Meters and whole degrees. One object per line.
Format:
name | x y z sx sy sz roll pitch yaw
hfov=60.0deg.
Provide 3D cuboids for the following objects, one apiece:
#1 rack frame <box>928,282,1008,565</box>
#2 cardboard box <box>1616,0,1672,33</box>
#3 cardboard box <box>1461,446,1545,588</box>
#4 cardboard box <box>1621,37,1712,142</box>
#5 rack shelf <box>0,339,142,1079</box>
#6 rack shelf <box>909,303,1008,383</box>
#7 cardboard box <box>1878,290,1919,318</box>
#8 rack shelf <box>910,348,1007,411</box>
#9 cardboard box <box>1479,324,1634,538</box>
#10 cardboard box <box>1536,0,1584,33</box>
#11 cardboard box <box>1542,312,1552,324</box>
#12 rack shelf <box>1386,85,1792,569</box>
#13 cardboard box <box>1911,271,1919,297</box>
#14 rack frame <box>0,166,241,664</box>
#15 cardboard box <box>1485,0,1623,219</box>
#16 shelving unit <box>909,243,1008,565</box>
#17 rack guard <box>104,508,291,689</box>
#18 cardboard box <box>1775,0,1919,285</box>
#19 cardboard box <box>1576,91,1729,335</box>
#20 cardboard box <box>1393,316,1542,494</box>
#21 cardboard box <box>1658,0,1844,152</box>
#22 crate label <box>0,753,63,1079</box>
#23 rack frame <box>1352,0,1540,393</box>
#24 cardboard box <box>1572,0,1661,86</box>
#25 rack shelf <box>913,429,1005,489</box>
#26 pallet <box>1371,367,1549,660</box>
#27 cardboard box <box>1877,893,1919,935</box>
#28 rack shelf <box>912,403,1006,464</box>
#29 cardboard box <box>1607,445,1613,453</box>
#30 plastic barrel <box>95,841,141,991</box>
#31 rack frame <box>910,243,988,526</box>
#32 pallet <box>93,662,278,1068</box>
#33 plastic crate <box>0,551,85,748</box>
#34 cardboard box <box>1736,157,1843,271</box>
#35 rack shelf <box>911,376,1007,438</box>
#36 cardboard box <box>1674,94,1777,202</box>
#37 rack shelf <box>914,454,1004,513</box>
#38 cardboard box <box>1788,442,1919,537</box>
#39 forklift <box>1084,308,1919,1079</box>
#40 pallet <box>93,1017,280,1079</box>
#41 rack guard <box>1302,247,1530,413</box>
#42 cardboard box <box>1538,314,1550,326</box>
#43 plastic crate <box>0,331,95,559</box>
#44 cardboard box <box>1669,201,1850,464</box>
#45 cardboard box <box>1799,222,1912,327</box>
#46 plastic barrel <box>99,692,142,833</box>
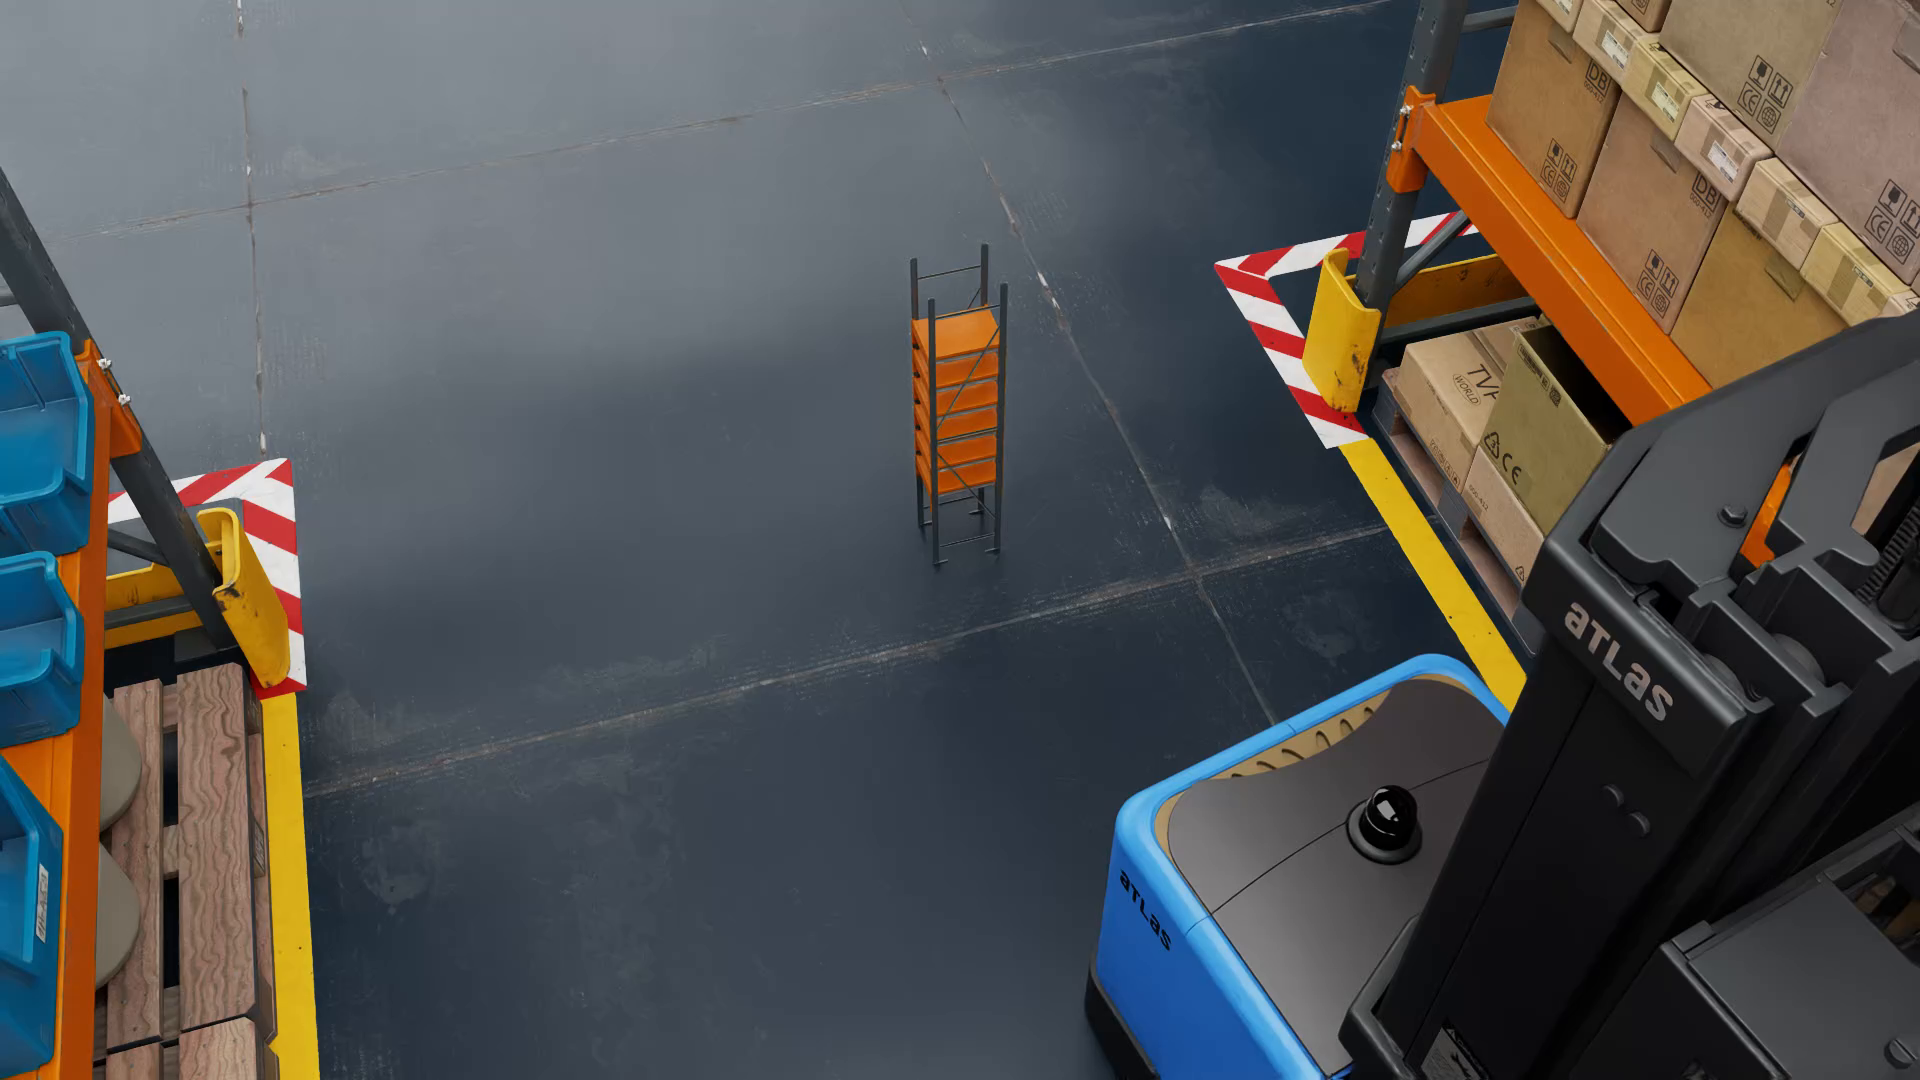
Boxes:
rack frame | 0.023 -0.330 5.244 0.240 1.200 0.006 -13 51 -11
cardboard box | 2.041 -1.730 4.333 0.700 0.500 0.500 -13 51 -11
cardboard box | 1.997 -0.105 5.401 0.500 0.250 0.500 -13 51 -11
cardboard box | 1.963 -1.194 4.305 0.380 0.149 0.250 -13 51 -11
rack shelf | -2.242 1.147 3.291 1.077 0.370 4.000 -13 51 -11
rack shelf | -0.004 -0.601 5.059 0.258 0.103 0.180 -13 51 -11
cardboard box | 2.263 -0.446 3.674 0.380 0.149 0.250 -13 51 -11
rack shelf | -0.004 -0.523 5.151 0.258 0.103 0.180 -13 51 -11
cardboard box | 1.995 -0.347 5.114 0.500 0.500 0.500 -13 51 -11
cardboard box | 1.809 -1.569 4.621 0.380 0.149 0.250 -14 51 -11
cardboard box | 2.342 -0.829 5.520 0.500 0.500 0.500 -13 51 -11
rack shelf | 2.491 0.030 4.233 1.077 0.370 4.000 -13 51 -11
cardboard box | 2.499 -0.614 3.392 0.700 0.500 0.500 -13 51 -11
rack frame | -2.834 -0.545 4.248 1.000 3.000 0.127 -13 51 -11
cardboard box | 2.025 -1.351 4.862 0.700 0.500 0.500 -13 51 -11
shelving unit | -0.004 -0.397 5.300 0.258 1.200 0.189 -13 51 -11
rack guard | -2.766 0.305 5.166 1.175 0.500 0.348 -13 51 -11
cardboard box | 2.351 -0.980 3.700 0.700 0.500 0.500 -13 51 -11
cardboard box | 2.185 -0.968 4.539 0.700 0.500 0.500 -12 51 -10
cardboard box | 1.845 -0.470 5.708 0.500 0.250 0.500 -13 51 -11
cardboard box | 2.201 -1.348 4.010 0.700 0.500 0.500 -15 51 -12
crate label | -2.031 0.726 3.153 0.502 0.435 0.616 -13 51 -11
rack frame | 1.899 -1.663 5.190 1.000 3.000 0.127 -13 51 -11
cardboard box | 1.890 -1.376 4.459 0.380 0.149 0.250 -15 51 -12
rack shelf | -0.004 -0.291 5.426 0.258 0.103 0.180 -13 51 -11
pallet | 2.165 -0.215 5.793 1.003 0.211 1.213 -13 51 -11
cardboard box | 2.448 0.747 4.192 0.500 0.500 0.500 -13 51 -11
rack shelf | -0.004 -0.369 5.334 0.258 0.103 0.180 -13 51 -11
cardboard box | 2.155 0.016 4.808 0.500 0.500 0.500 -13 51 -11
plastic barrel | -2.418 0.951 4.339 0.421 0.512 0.421 0 50 0
rack frame | -0.031 -0.464 5.357 0.240 1.200 0.006 -13 51 -11
pallet | -2.531 0.993 4.775 1.003 0.211 1.213 -13 51 -11
plastic crate | -2.213 0.276 3.653 0.499 0.251 0.408 -13 51 -11
cardboard box | 2.116 -0.815 3.985 0.380 0.149 0.250 -15 51 -12
rack shelf | -0.004 -0.446 5.242 0.258 0.103 0.180 -13 51 -11
cardboard box | 2.035 -1.009 4.149 0.380 0.149 0.250 -14 51 -12
rack shelf | -0.004 -0.214 5.518 0.258 0.103 0.180 -13 51 -11
cardboard box | 2.485 -0.221 3.909 0.700 0.500 0.500 -12 51 -10
forklift | 1.492 1.174 2.843 1.130 2.935 3.031 -23 54 -18
pallet | -2.174 1.882 4.025 1.003 0.211 1.213 -13 51 -11
rack guard | 1.892 -0.874 6.160 1.175 0.500 0.348 -13 51 -11
cardboard box | 2.340 -0.587 5.807 0.500 0.250 0.500 -13 51 -11
plastic crate | -2.400 -0.199 4.054 0.499 0.251 0.616 -13 51 -11
cardboard box | 2.326 -0.604 4.232 0.700 0.500 0.500 -13 51 -11
cardboard box | 2.192 -0.628 3.828 0.380 0.149 0.250 -14 51 -11
plastic barrel | -2.566 0.585 4.648 0.421 0.512 0.421 0 50 0
